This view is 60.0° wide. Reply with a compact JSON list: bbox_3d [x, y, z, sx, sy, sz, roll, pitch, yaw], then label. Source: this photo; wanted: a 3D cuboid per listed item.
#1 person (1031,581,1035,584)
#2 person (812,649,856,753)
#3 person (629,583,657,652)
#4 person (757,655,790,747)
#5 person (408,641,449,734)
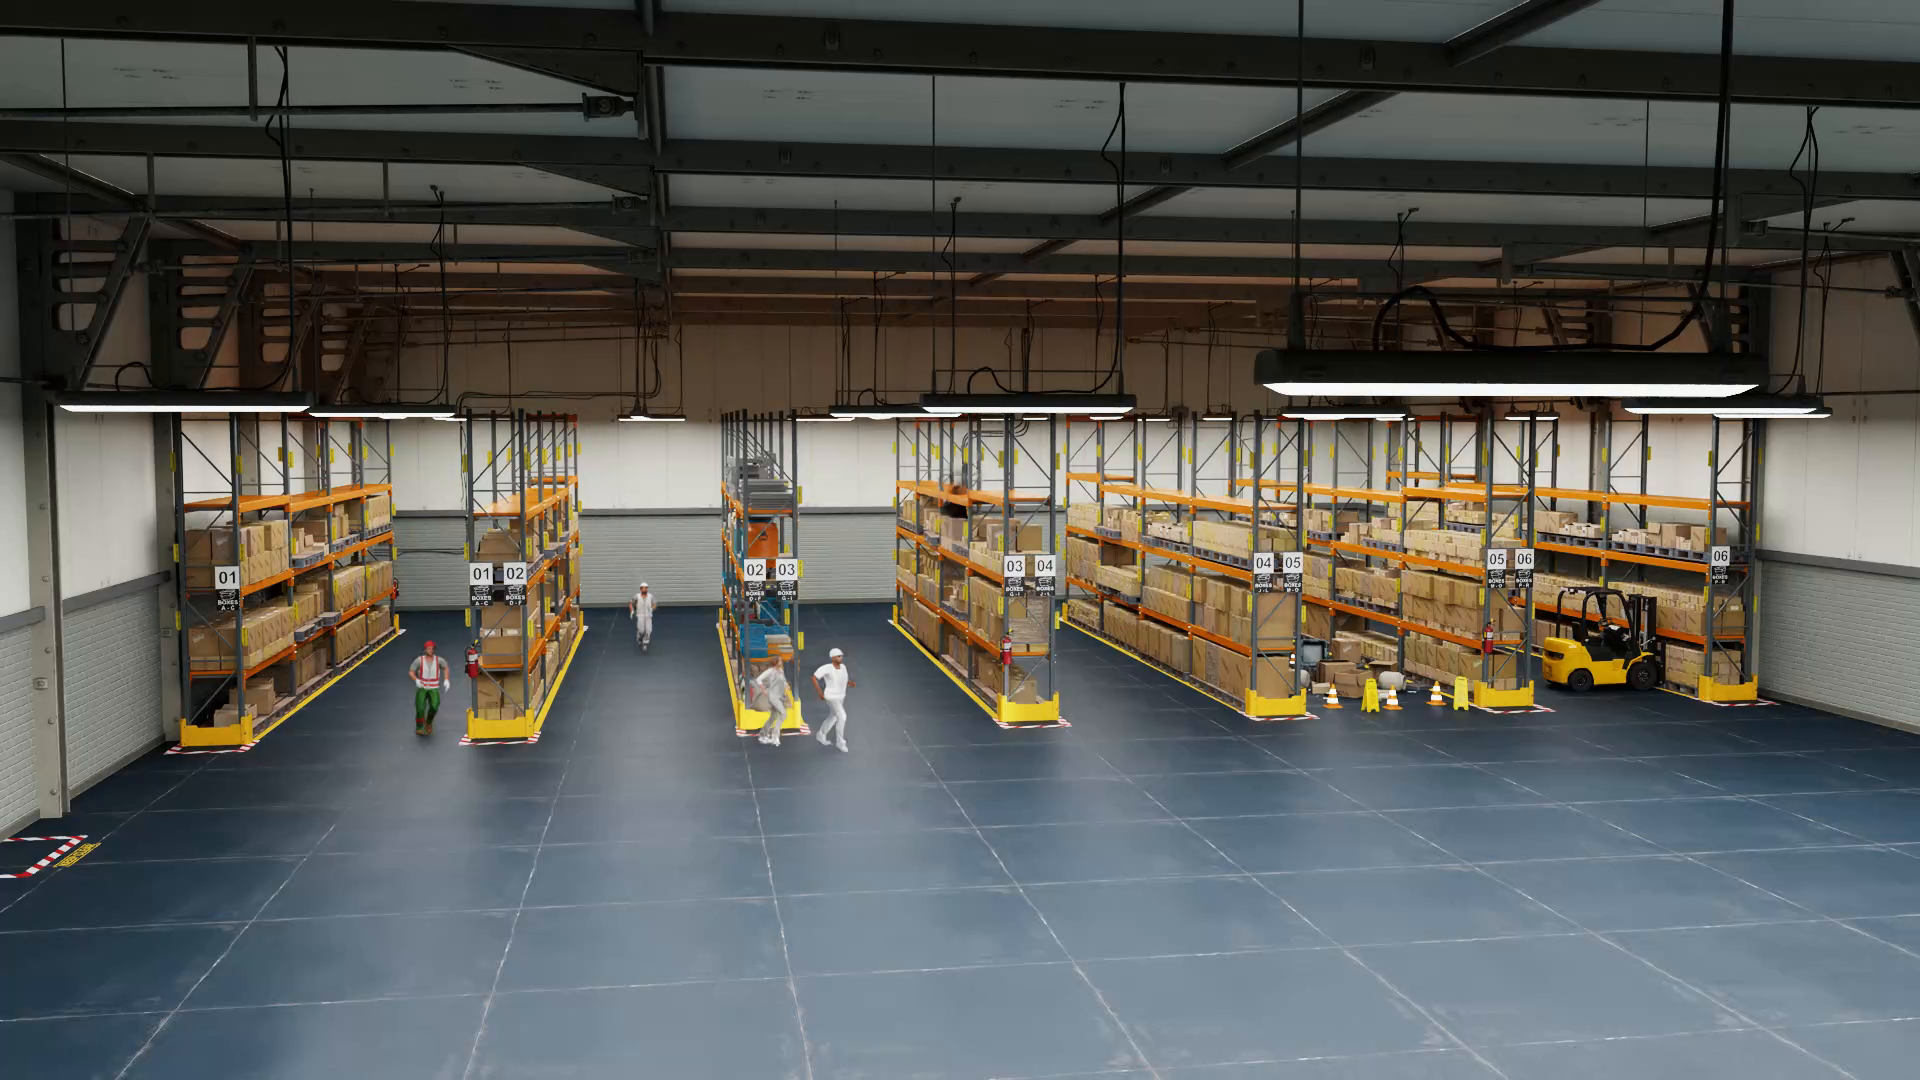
[{"bbox_3d":[1.997,1.675,47.186,0.585,1.550,0.568,0,4,3],"label":"person"},{"bbox_3d":[-2.214,2.809,29.262,0.797,1.816,0.683,2,5,28],"label":"person"},{"bbox_3d":[-7.886,1.942,41.529,0.661,1.740,0.606,-2,4,-21],"label":"person"},{"bbox_3d":[-3.313,2.869,29.744,0.603,1.590,0.541,1,4,18],"label":"person"},{"bbox_3d":[-9.720,2.713,30.477,0.727,1.731,0.581,-2,4,-23],"label":"person"}]
